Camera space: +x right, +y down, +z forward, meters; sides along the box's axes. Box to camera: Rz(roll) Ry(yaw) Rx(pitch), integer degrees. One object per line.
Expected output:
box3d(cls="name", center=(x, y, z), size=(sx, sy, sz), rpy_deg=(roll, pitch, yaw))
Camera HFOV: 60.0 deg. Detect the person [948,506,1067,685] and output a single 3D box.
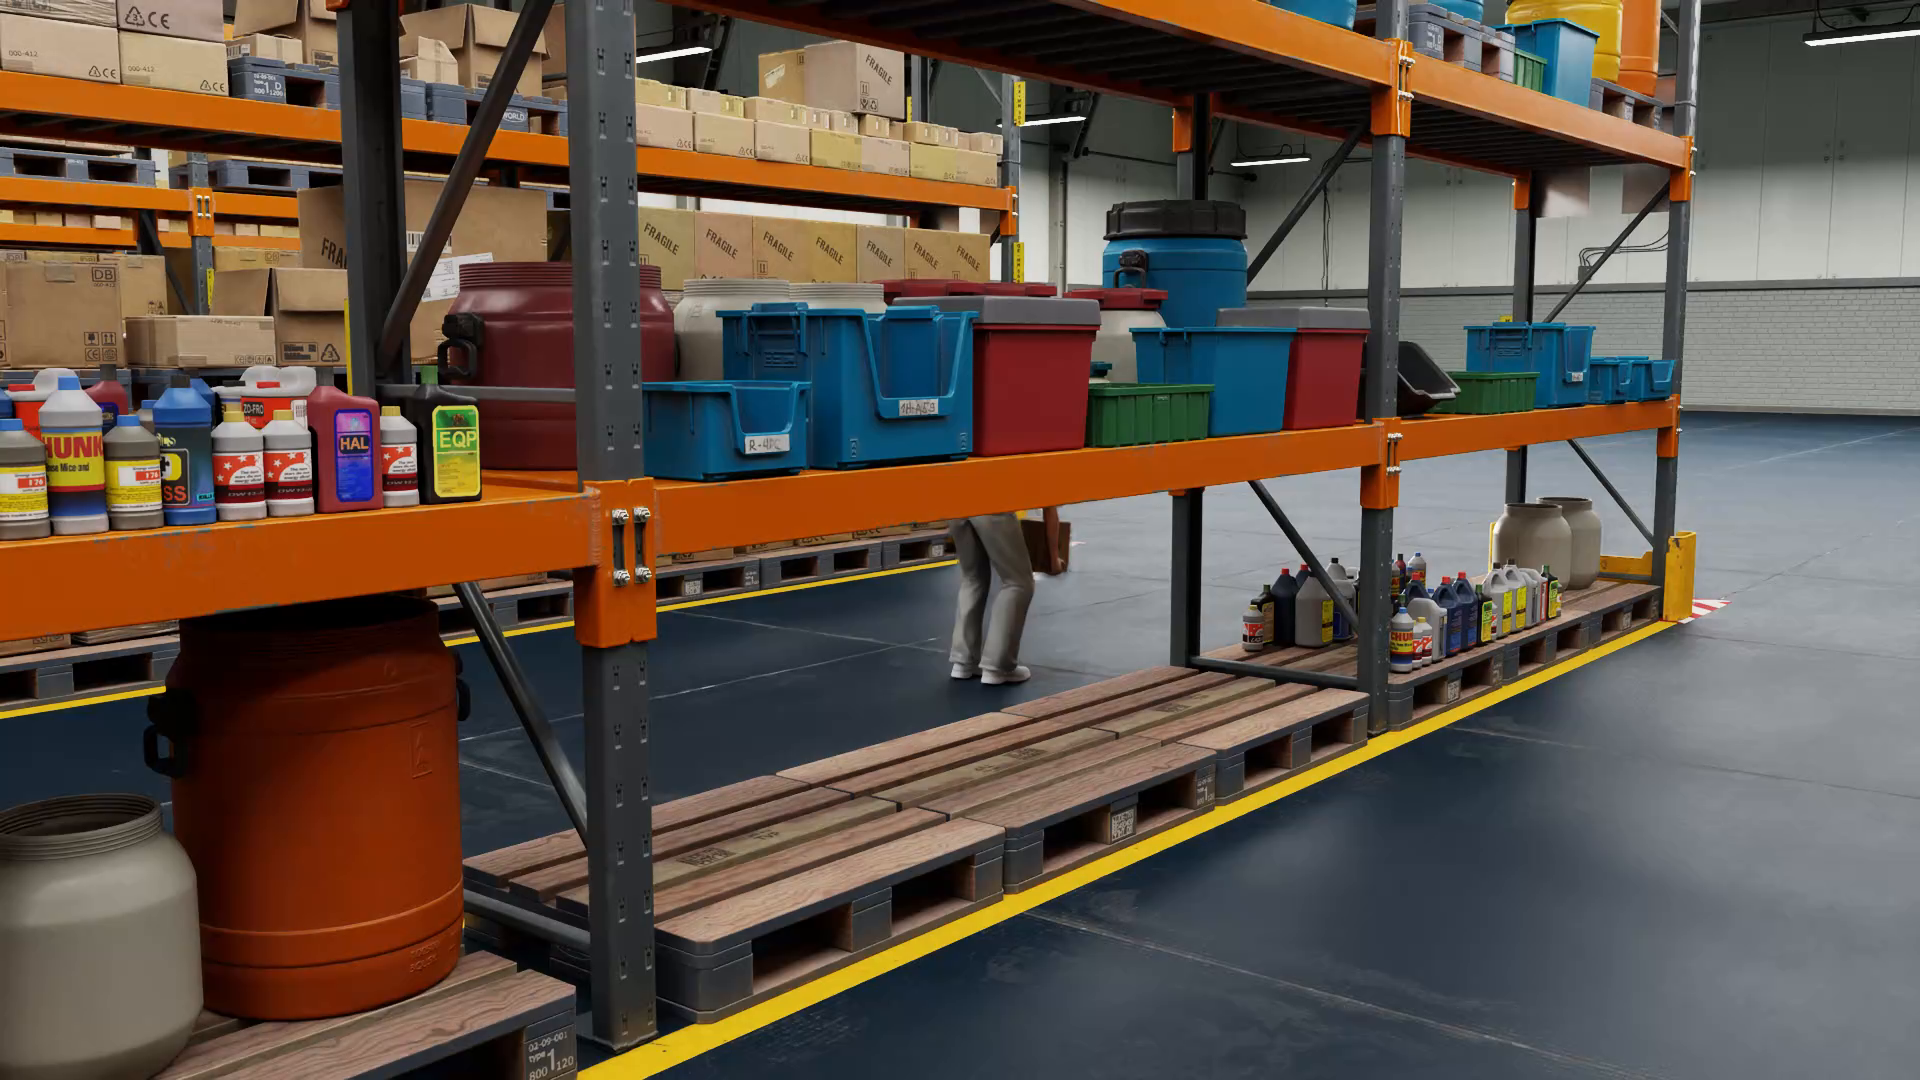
box3d(cls="person", center=(0.277, 0.012, 8.198), size=(0.409, 1.315, 0.812), rpy_deg=(6, 9, 42))
